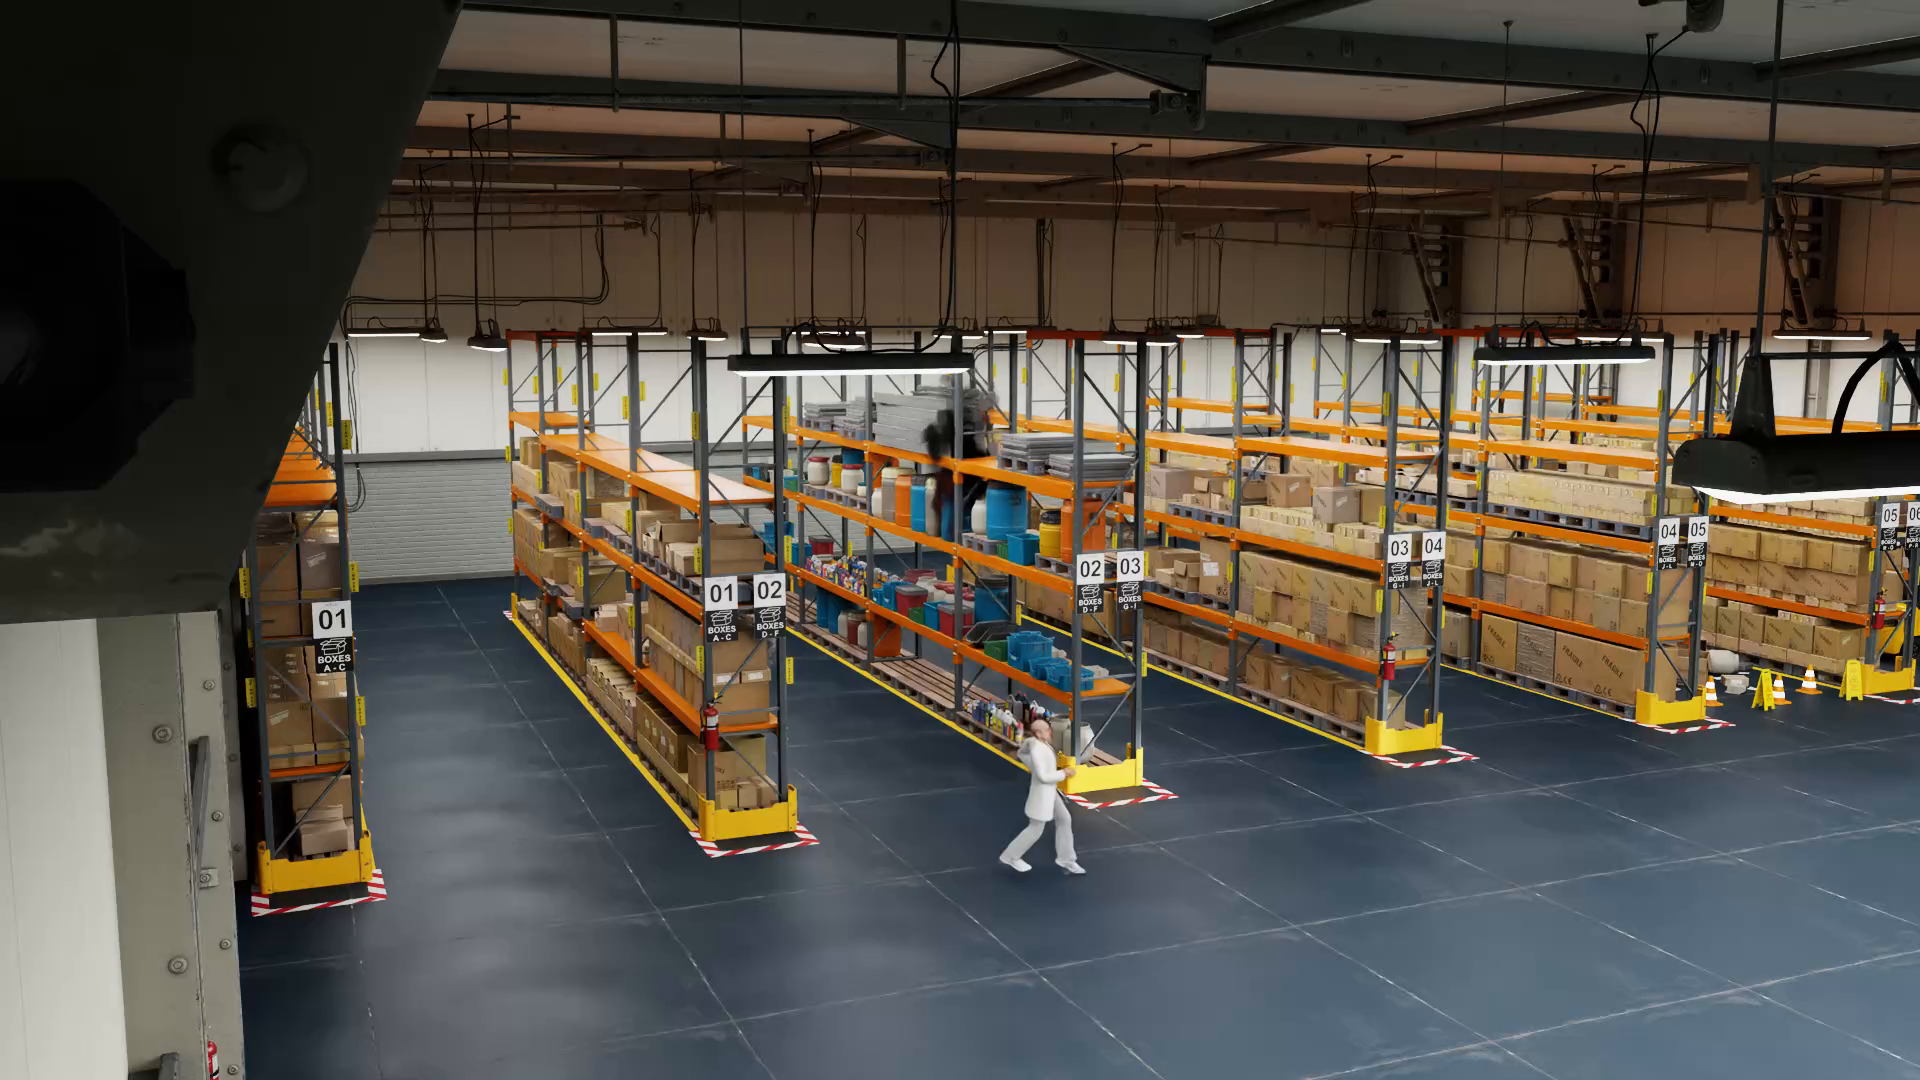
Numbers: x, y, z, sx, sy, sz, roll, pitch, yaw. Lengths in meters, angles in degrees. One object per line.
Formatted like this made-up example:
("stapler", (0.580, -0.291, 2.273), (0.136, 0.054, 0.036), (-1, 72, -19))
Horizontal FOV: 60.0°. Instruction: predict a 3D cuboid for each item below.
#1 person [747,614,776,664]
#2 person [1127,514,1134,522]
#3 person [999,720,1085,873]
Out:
("person", (-3.418, 1.553, 28.939), (0.595, 1.489, 0.797), (-6, 10, -36))
("person", (4.298, -0.165, 41.799), (0.776, 1.614, 0.739), (0, 8, 4))
("person", (0.937, 2.914, 18.822), (0.963, 1.815, 0.725), (1, 8, 8))
